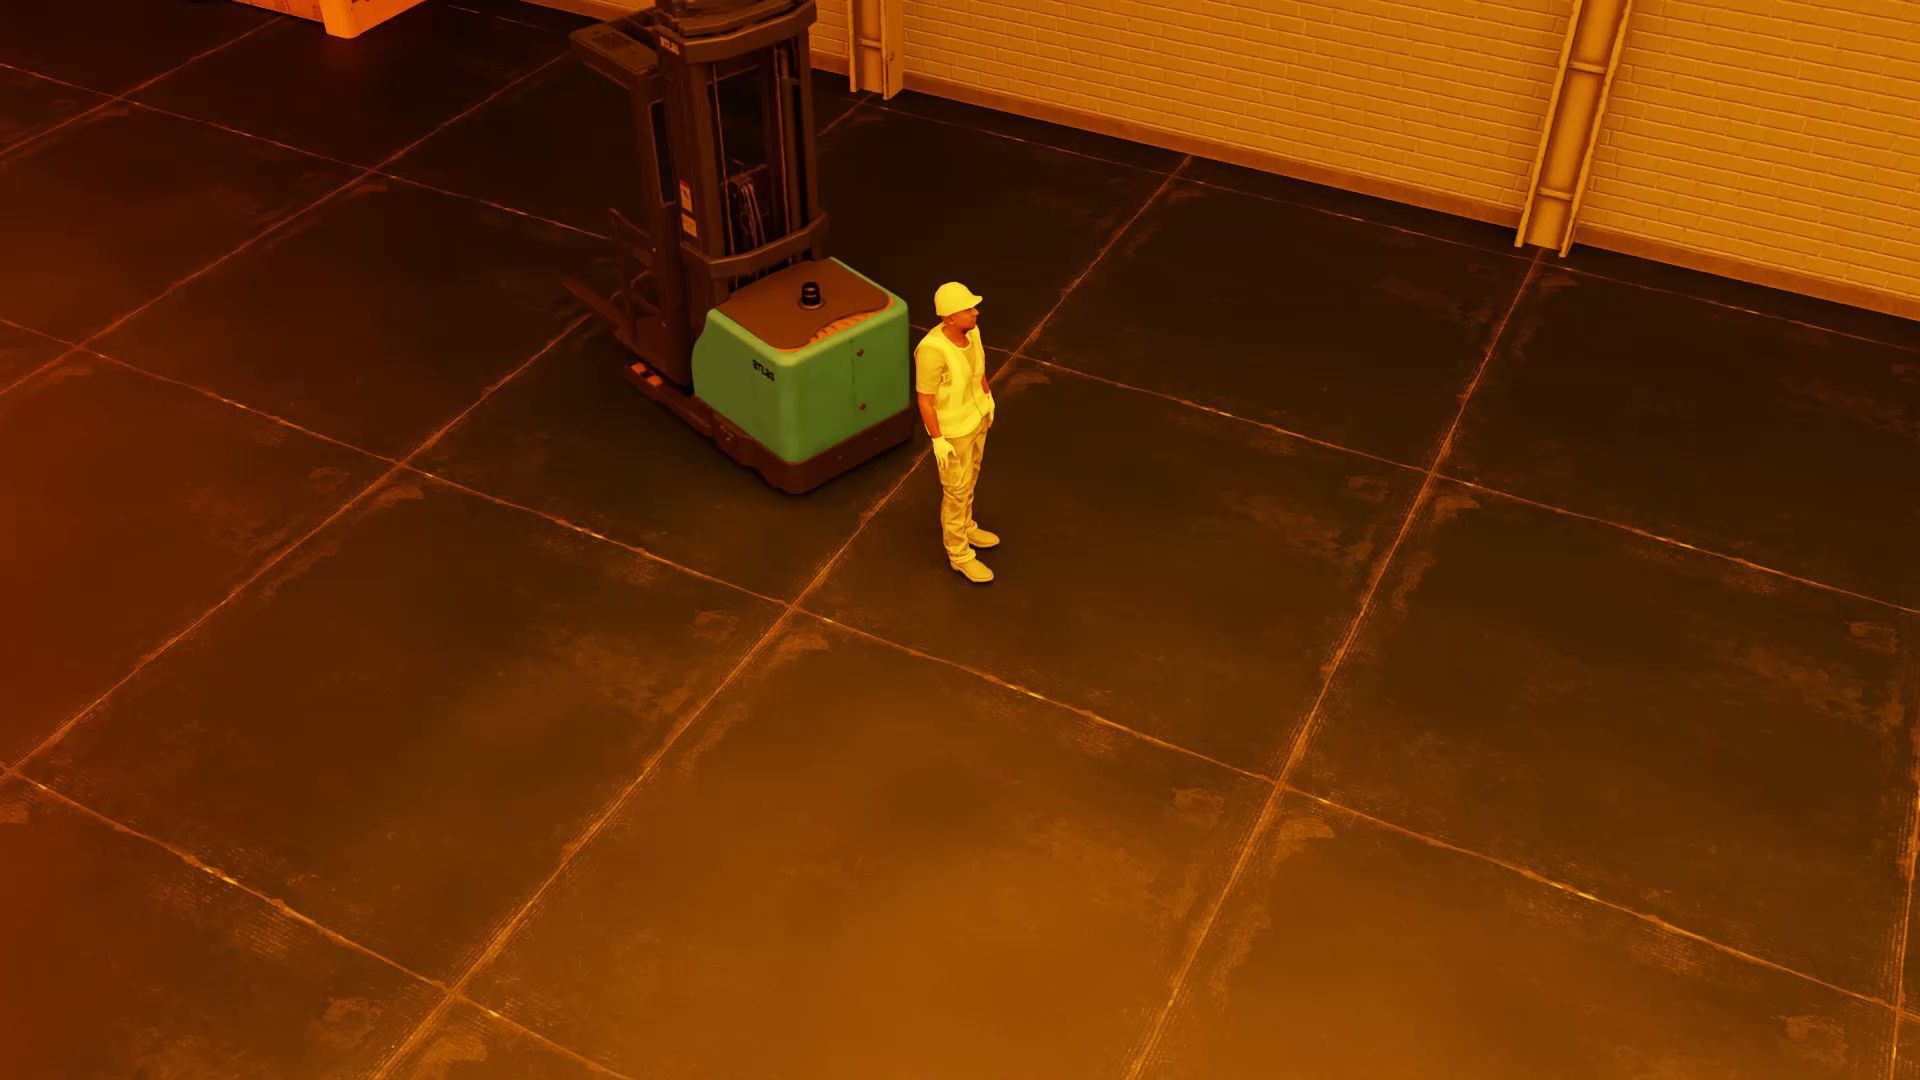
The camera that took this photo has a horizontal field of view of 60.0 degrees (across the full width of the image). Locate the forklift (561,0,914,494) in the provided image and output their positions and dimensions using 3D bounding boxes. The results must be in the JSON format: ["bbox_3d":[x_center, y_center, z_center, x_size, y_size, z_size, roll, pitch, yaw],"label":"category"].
[{"bbox_3d":[-1.666,-2.277,10.690,1.130,2.935,3.031,-30,49,-31],"label":"forklift"}]

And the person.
[{"bbox_3d":[0.060,-0.662,9.652,0.577,1.781,0.656,18,43,21],"label":"person"}]
